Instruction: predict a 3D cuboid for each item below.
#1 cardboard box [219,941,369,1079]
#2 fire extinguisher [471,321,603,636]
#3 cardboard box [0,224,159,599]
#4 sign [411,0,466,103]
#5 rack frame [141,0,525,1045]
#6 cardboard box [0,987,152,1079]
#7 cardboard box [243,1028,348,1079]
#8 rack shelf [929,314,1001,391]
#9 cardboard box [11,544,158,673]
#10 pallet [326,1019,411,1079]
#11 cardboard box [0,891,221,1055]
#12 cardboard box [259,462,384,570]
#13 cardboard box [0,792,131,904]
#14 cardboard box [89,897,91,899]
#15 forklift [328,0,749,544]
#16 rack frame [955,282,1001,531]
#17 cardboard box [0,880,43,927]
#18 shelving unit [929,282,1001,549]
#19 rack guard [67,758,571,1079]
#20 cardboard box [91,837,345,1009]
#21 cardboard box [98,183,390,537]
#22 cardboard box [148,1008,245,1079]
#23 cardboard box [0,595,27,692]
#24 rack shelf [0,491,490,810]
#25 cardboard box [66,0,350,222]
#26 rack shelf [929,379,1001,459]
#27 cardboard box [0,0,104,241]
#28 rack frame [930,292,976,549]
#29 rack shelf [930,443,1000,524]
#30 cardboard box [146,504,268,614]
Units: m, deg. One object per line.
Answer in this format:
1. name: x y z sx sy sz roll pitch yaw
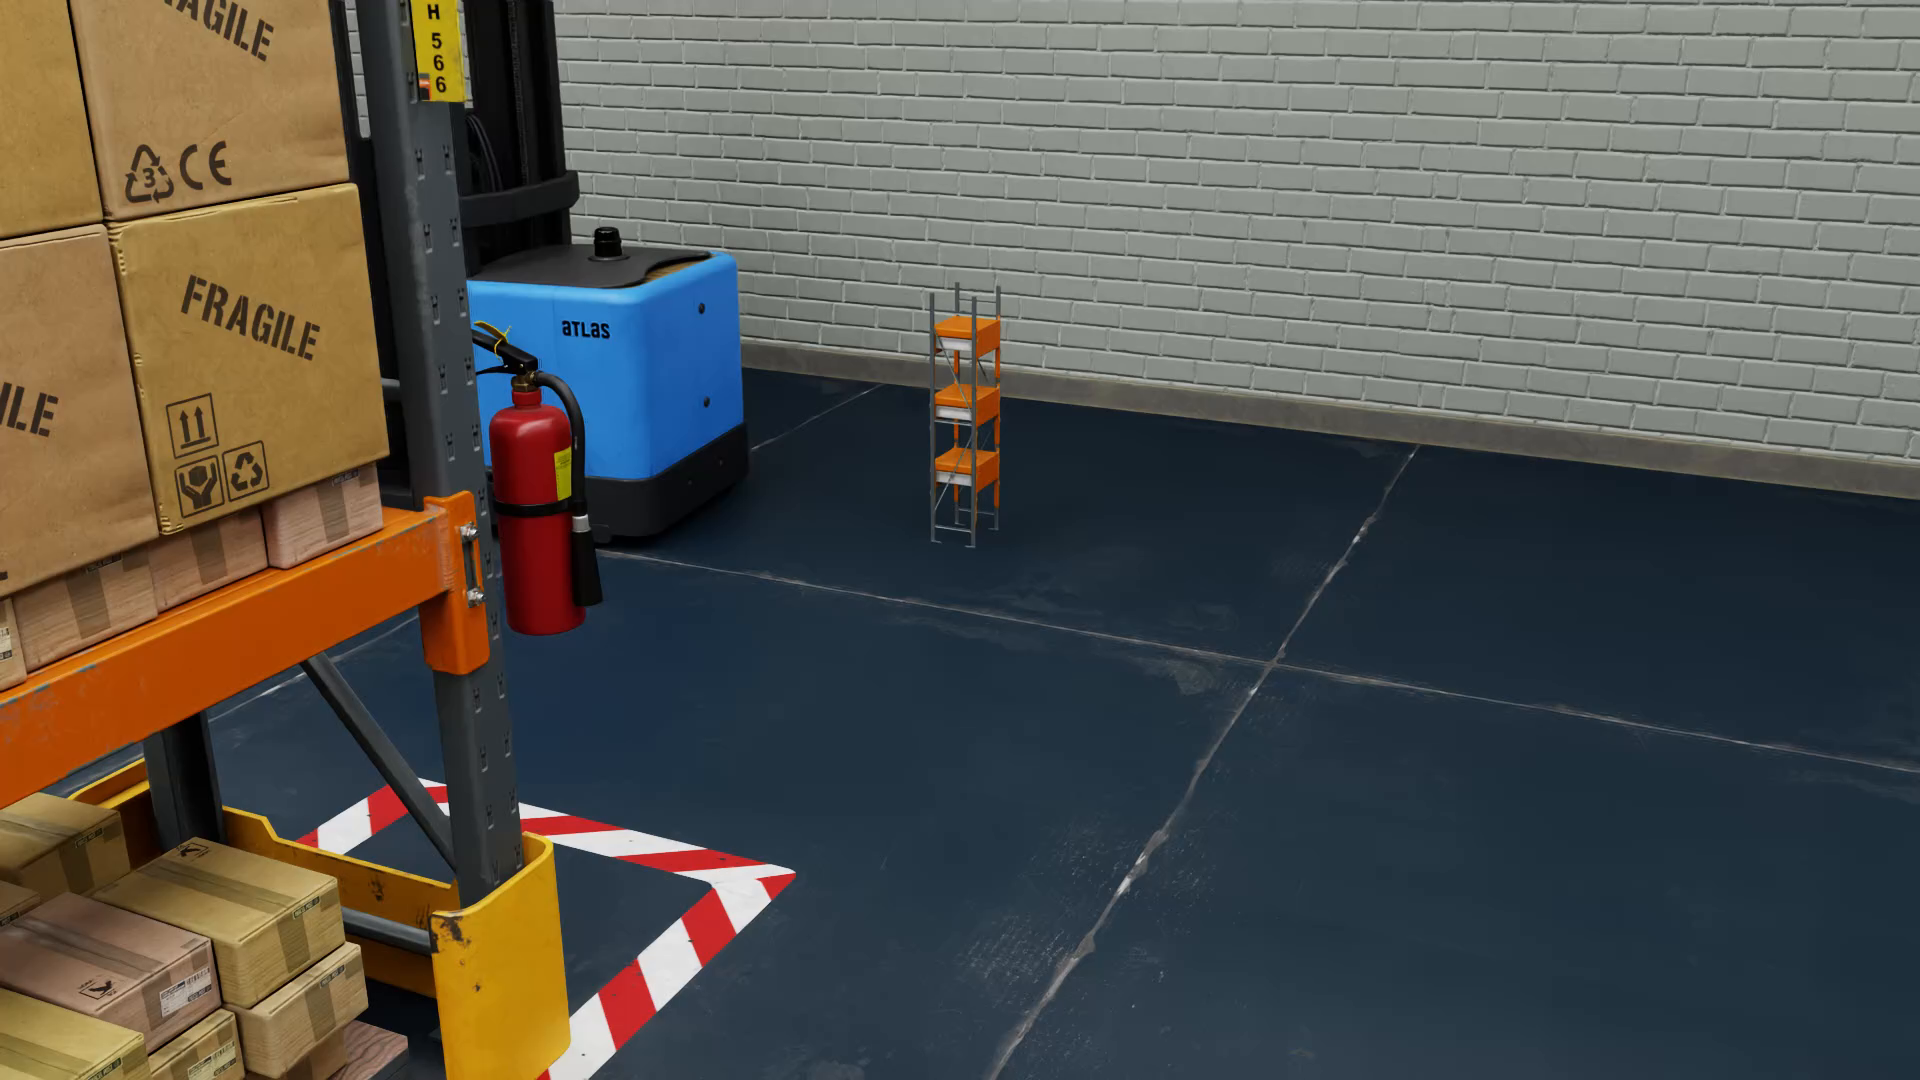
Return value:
1. cardboard box: -1.389 0.871 3.228 0.380 0.149 0.250 8 21 21
2. fire extinguisher: -0.909 -0.136 3.548 0.296 0.674 0.183 9 21 23
3. cardboard box: -1.598 -0.193 2.441 0.500 0.500 0.500 8 21 22
4. sign: -0.935 -0.947 2.956 0.100 0.325 0.005 9 21 23
5. rack frame: -1.433 -0.335 3.434 1.000 3.000 0.127 9 21 23
6. cardboard box: -1.564 0.892 2.723 0.380 0.149 0.250 8 21 21
7. cardboard box: -1.458 1.000 3.308 0.380 0.149 0.250 9 21 24
8. rack shelf: 0.022 -0.768 6.747 0.215 0.259 0.240 9 21 23
9. cardboard box: -1.533 0.071 2.666 0.380 0.149 0.250 8 21 22
10. pallet: -1.829 1.246 3.151 1.003 0.211 1.213 9 21 23
11. cardboard box: -1.574 0.796 2.995 0.380 0.149 0.250 9 21 24
12. cardboard box: -1.308 -0.078 3.087 0.380 0.149 0.250 9 21 23
13. cardboard box: -1.957 0.644 3.422 0.380 0.149 0.250 8 21 20
14. cardboard box: -1.882 0.795 3.440 0.380 0.149 0.250 10 22 25
15. forklift: -2.543 -1.637 7.199 3.031 2.935 1.130 6 20 17
16. rack frame: 0.072 -0.548 6.944 0.200 1.050 0.008 9 21 23
17. cardboard box: -1.960 0.744 3.139 0.380 0.149 0.250 9 21 24
18. shelving unit: 0.022 -0.511 6.839 0.215 1.050 0.252 9 21 23
19. rack guard: -1.464 0.866 3.788 1.175 0.500 0.348 9 21 23
20. cardboard box: -1.418 0.727 3.189 0.380 0.149 0.250 9 21 23
21. cardboard box: -1.382 -0.350 2.882 0.500 0.500 0.500 9 21 24
22. cardboard box: -1.545 0.943 3.024 0.380 0.149 0.250 8 21 21
23. cardboard box: -1.617 0.153 2.438 0.380 0.149 0.250 9 22 24
24. rack shelf: -2.252 0.615 1.835 1.077 0.370 4.000 9 21 23
25. cardboard box: -1.393 -0.819 2.711 0.500 0.500 0.500 8 21 22
26. rack shelf: 0.022 -0.501 6.842 0.215 0.259 0.240 9 21 23
27. cardboard box: -1.601 -0.664 2.275 0.500 0.500 0.500 8 21 21
28. rack frame: -0.028 -0.474 6.734 0.200 1.050 0.008 9 21 23
29. rack shelf: 0.022 -0.239 6.936 0.215 0.259 0.240 9 21 23
30. cardboard box: -1.445 -0.007 2.888 0.380 0.149 0.250 9 21 23
